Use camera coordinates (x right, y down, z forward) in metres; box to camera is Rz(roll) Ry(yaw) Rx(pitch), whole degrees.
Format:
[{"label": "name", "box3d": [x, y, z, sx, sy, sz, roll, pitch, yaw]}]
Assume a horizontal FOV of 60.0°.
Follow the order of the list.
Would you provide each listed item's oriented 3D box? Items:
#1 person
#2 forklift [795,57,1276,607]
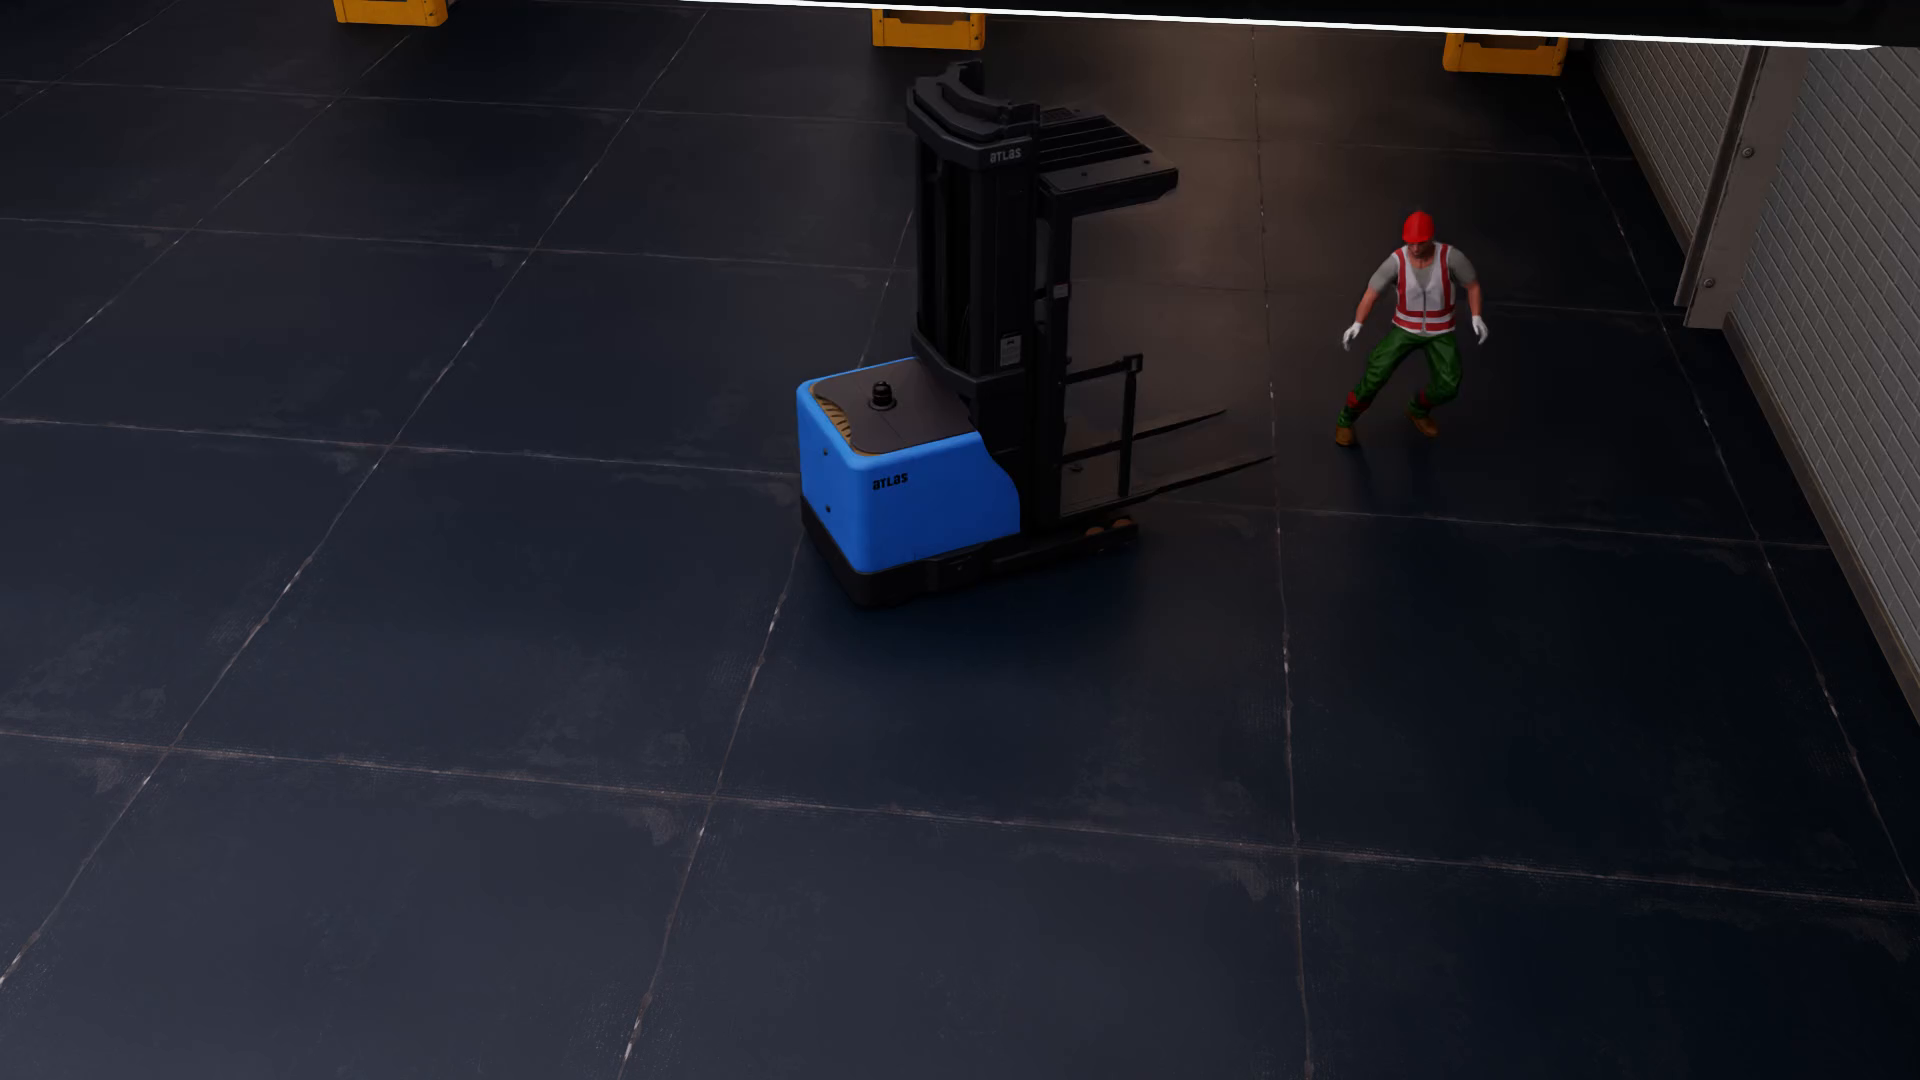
[{"label": "person", "box3d": [3.002, -1.362, 10.987, 0.913, 1.622, 0.635, 8, 37, 11]}, {"label": "forklift", "box3d": [0.559, -1.367, 9.884, 3.031, 2.935, 1.130, -15, 39, -20]}]
